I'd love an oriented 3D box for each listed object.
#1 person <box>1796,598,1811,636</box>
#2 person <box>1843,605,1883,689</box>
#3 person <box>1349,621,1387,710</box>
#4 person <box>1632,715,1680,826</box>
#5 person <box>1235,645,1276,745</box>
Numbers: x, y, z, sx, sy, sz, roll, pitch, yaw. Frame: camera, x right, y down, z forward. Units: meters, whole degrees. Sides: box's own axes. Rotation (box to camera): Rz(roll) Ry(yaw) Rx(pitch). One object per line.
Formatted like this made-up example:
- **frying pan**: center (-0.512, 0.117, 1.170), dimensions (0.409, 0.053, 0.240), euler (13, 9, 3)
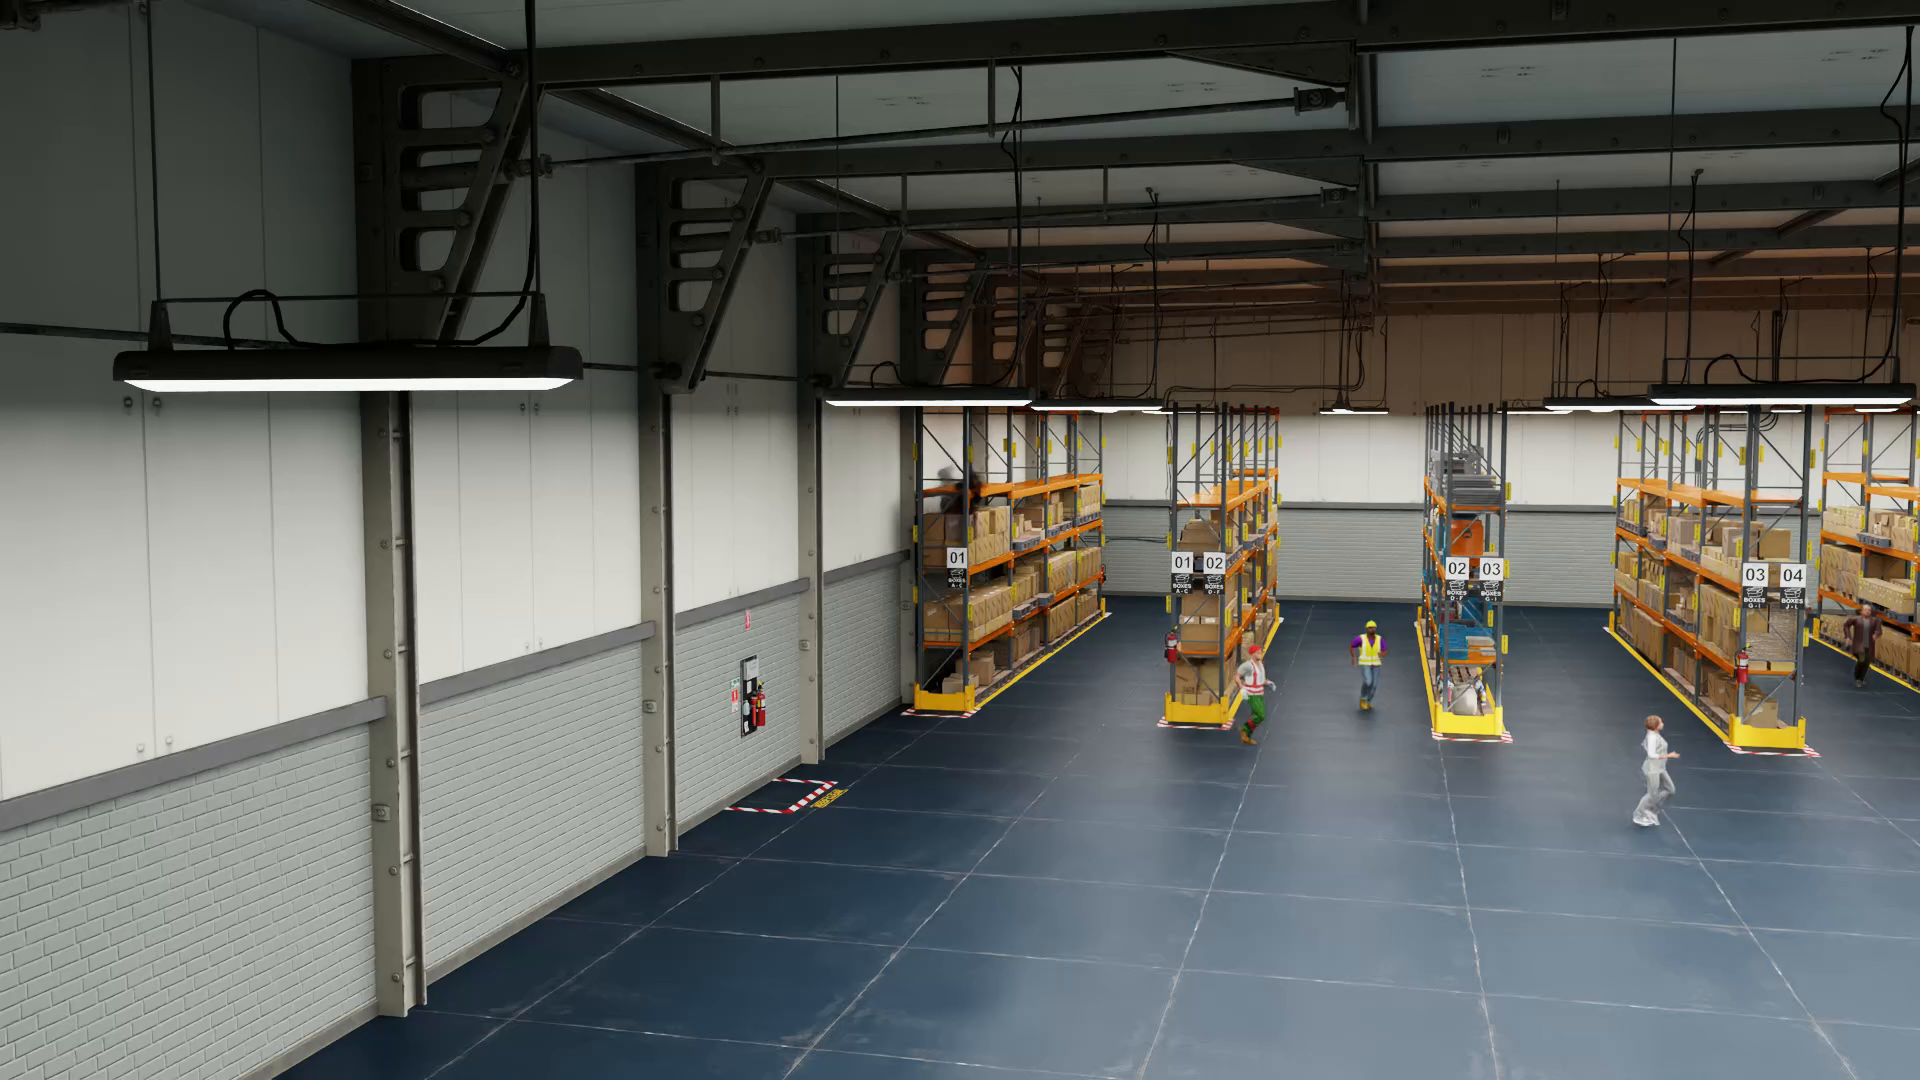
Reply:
- **person**: center (20.310, 1.942, 40.326), dimensions (0.599, 1.641, 0.589), euler (1, 4, 15)
- **person**: center (19.067, 2.253, 35.077), dimensions (0.672, 1.788, 0.852), euler (1, 4, 12)
- **person**: center (7.992, 2.447, 32.393), dimensions (0.675, 1.741, 0.672), euler (0, 4, -3)
- **person**: center (9.703, 3.216, 23.138), dimensions (0.615, 1.582, 0.519), euler (3, 5, 35)
- **person**: center (5.185, 2.702, 28.979), dimensions (0.571, 1.747, 0.664), euler (3, 5, 39)
